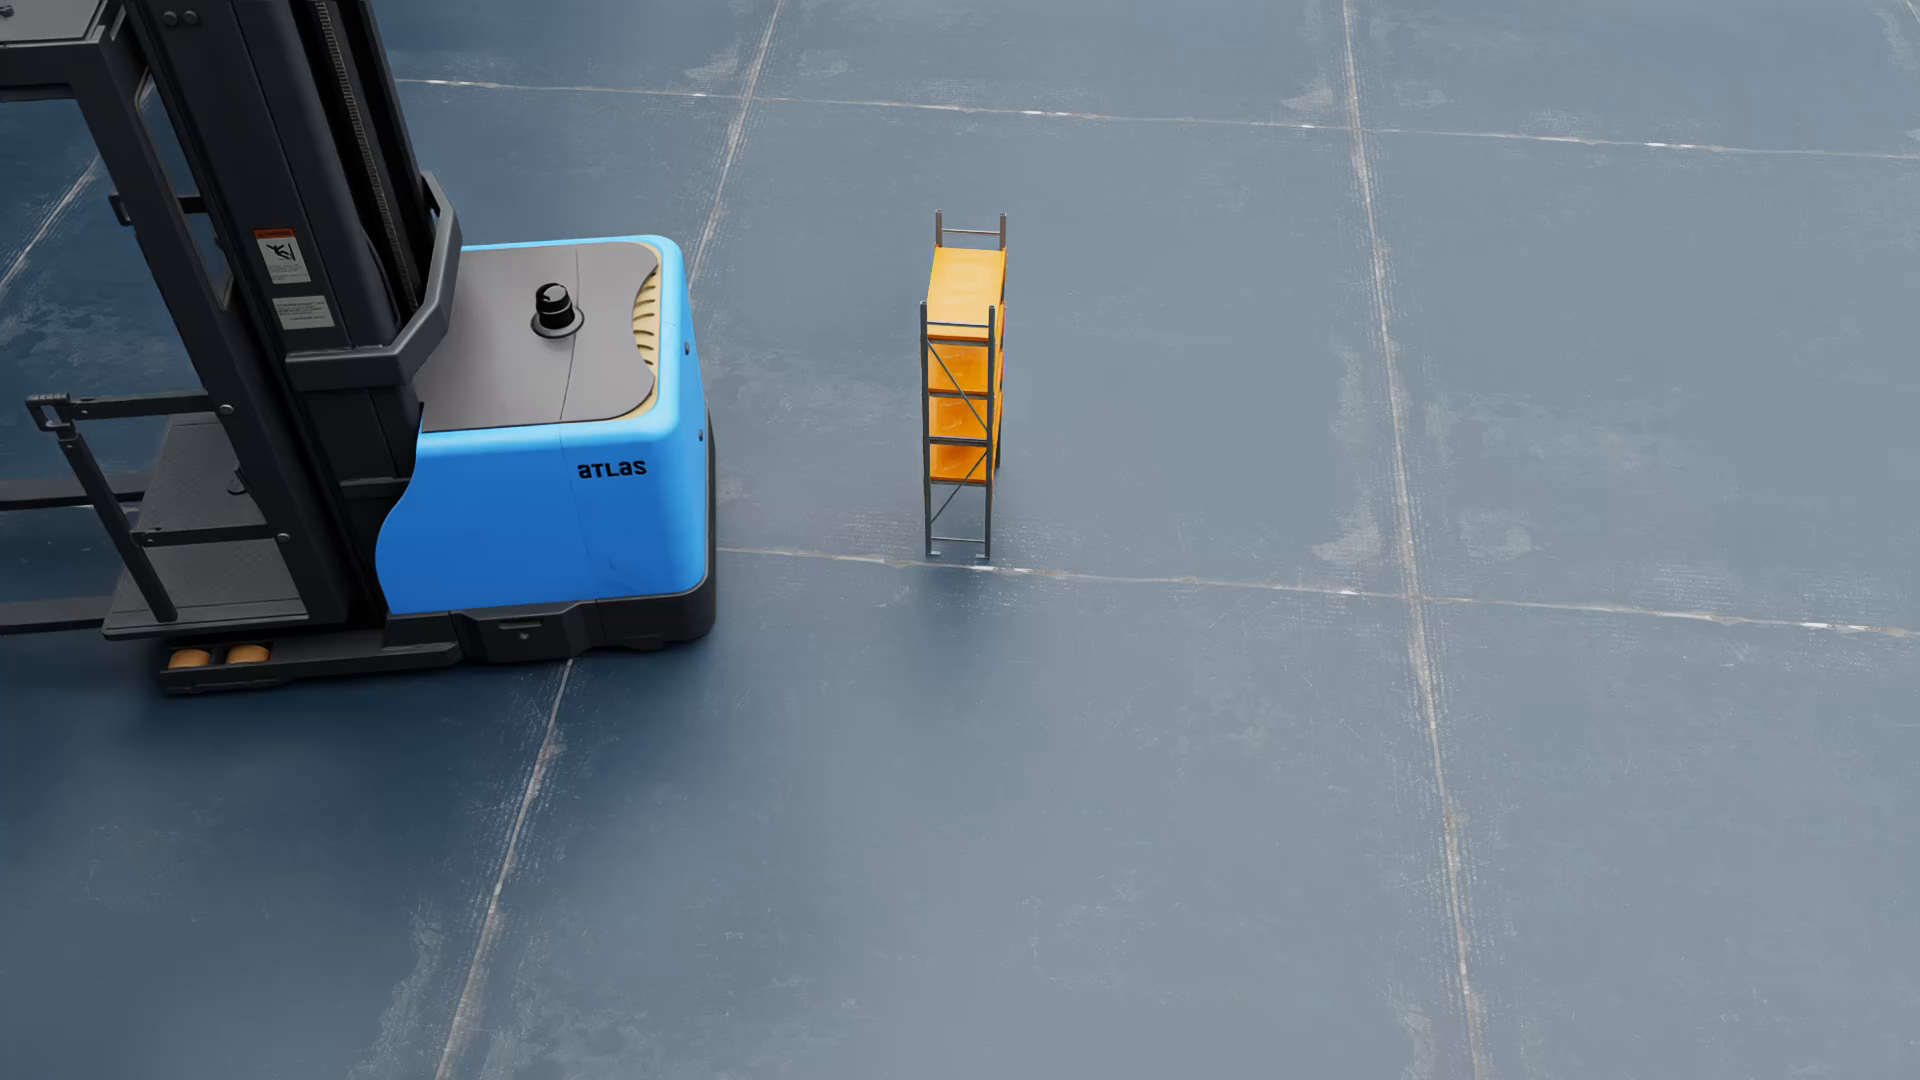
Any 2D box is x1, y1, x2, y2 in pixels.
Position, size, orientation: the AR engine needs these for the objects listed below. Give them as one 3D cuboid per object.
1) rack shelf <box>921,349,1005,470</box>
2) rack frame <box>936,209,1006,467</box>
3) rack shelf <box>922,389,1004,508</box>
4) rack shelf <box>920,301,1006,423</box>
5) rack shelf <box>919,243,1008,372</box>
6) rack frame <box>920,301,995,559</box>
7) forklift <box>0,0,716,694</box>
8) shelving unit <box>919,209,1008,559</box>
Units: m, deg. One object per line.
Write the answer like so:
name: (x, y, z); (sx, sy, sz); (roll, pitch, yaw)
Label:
rack shelf: (0.015, -0.481, 5.968); (0.258, 0.148, 0.480); (4, 48, 4)
rack frame: (0.037, -0.706, 6.082); (0.240, 1.200, 0.015); (4, 48, 4)
rack shelf: (0.015, -0.347, 6.115); (0.258, 0.148, 0.480); (4, 48, 4)
rack shelf: (0.015, -0.632, 5.803); (0.258, 0.148, 0.480); (4, 48, 4)
rack shelf: (0.015, -0.792, 5.629); (0.258, 0.148, 0.480); (4, 48, 4)
rack frame: (-0.007, -0.347, 5.755); (0.240, 1.200, 0.015); (4, 48, 4)
forklift: (-2.417, -0.869, 5.059); (3.031, 2.935, 1.130); (-4, 48, -4)
shelving unit: (0.015, -0.527, 5.919); (0.258, 1.200, 0.503); (4, 48, 4)
